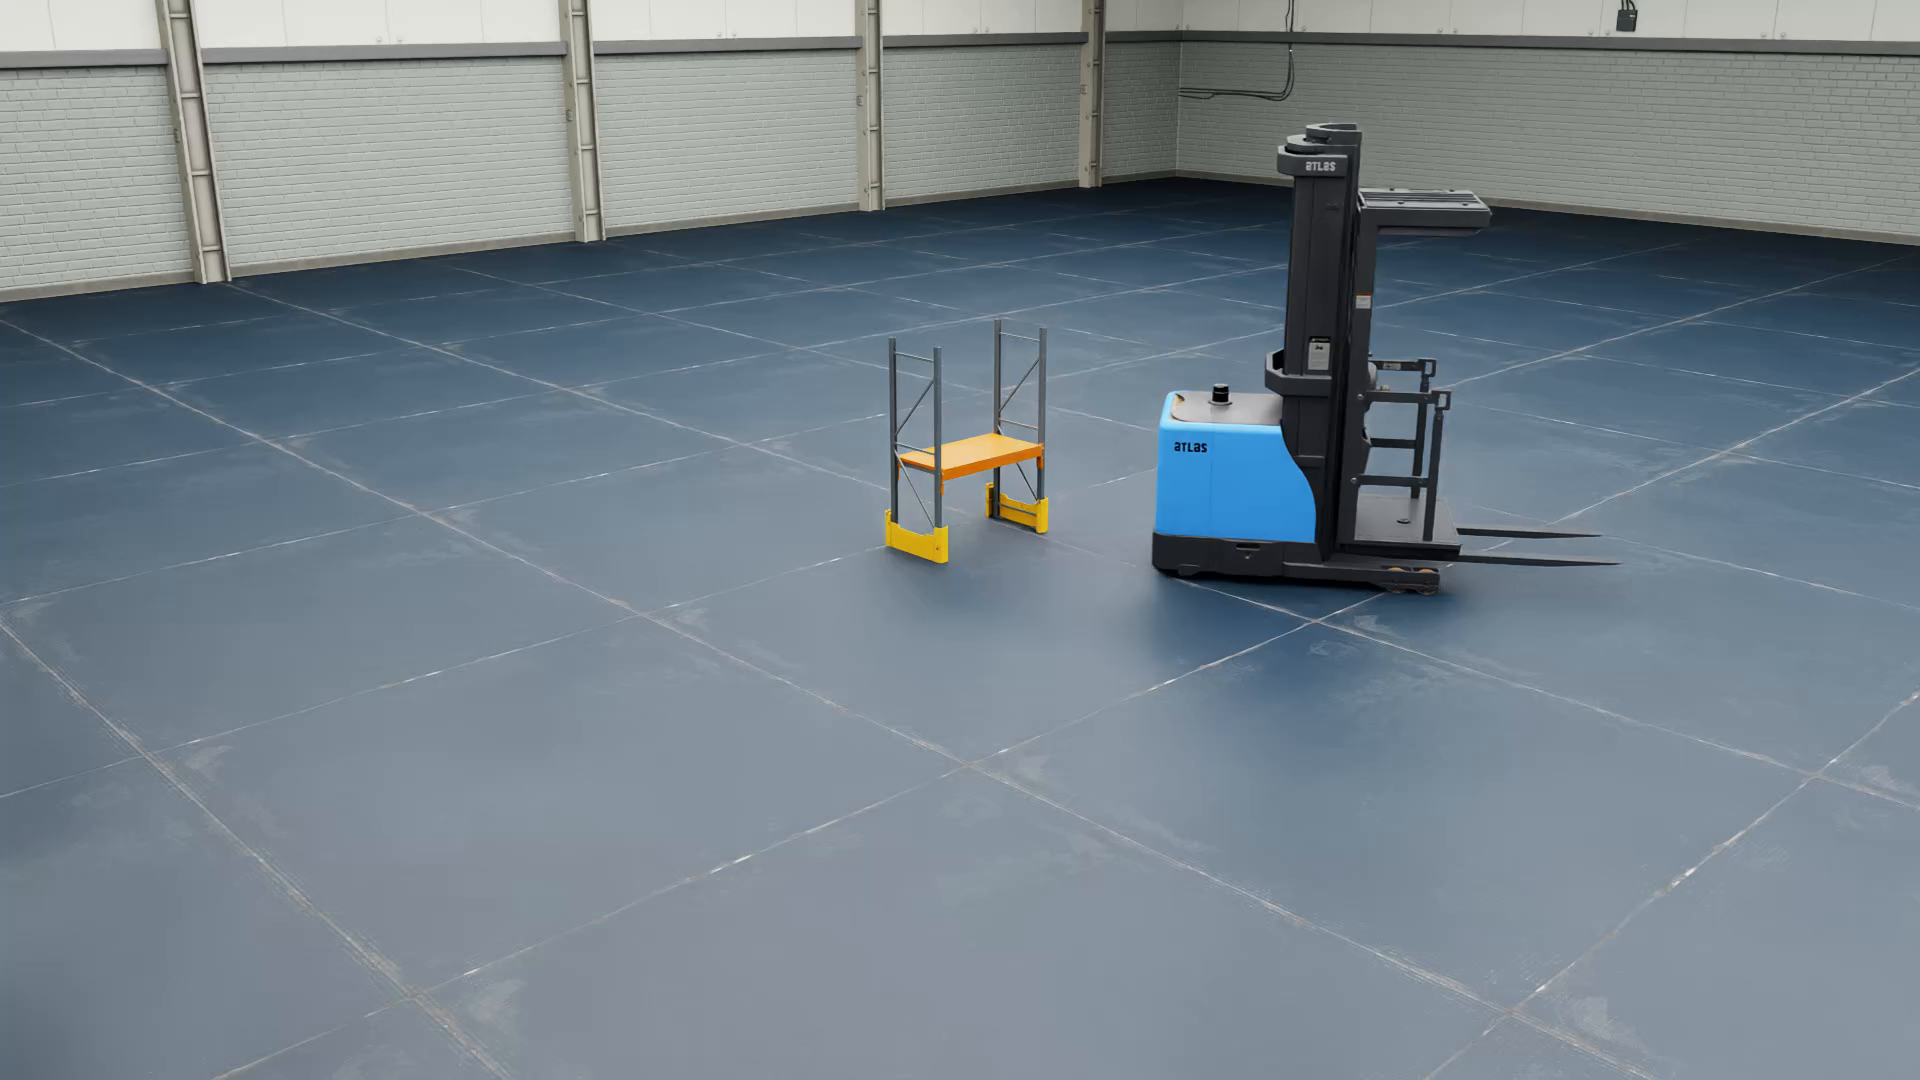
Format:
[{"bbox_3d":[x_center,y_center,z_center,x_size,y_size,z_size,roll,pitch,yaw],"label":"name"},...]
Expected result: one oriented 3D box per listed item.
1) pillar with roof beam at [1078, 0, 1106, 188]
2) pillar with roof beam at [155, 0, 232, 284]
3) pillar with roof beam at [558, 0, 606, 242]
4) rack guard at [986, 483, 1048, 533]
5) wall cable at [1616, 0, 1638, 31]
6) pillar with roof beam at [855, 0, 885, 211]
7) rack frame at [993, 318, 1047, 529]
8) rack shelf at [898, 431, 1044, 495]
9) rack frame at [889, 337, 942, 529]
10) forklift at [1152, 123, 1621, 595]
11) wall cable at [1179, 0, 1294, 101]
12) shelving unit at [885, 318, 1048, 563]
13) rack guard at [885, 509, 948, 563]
[{"bbox_3d":[5.676,-10.724,30.471,0.400,9.000,9.100,-16,24,-41],"label":"pillar with roof beam"},{"bbox_3d":[-7.403,-6.910,18.707,0.400,9.000,9.100,-16,24,-41],"label":"pillar with roof beam"},{"bbox_3d":[-3.043,-8.182,22.629,0.400,9.000,9.100,-16,24,-41],"label":"pillar with roof beam"},{"bbox_3d":[0.417,-0.241,12.321,0.087,0.250,0.587,-16,24,-41],"label":"rack guard"},{"bbox_3d":[12.278,-11.504,27.362,0.169,6.003,2.305,-16,24,-41],"label":"wall cable"},{"bbox_3d":[1.316,-9.453,26.550,0.400,9.000,9.100,-16,24,-41],"label":"pillar with roof beam"},{"bbox_3d":[0.431,-0.839,12.141,0.032,1.500,0.500,-16,24,-41],"label":"rack frame"},{"bbox_3d":[0.062,-0.560,11.865,1.000,0.185,0.538,-16,24,-41],"label":"rack shelf"},{"bbox_3d":[-0.307,-0.624,11.477,0.032,1.500,0.500,-16,24,-41],"label":"rack frame"},{"bbox_3d":[2.863,-1.213,10.974,3.031,2.935,1.130,3,18,10],"label":"forklift"},{"bbox_3d":[5.767,-10.540,34.937,0.112,2.526,3.097,-16,24,-41],"label":"wall cable"},{"bbox_3d":[0.055,-0.730,11.803,1.083,1.500,0.587,-16,24,-41],"label":"shelving unit"},{"bbox_3d":[-0.306,-0.030,11.670,0.087,0.250,0.587,-16,24,-41],"label":"rack guard"}]
